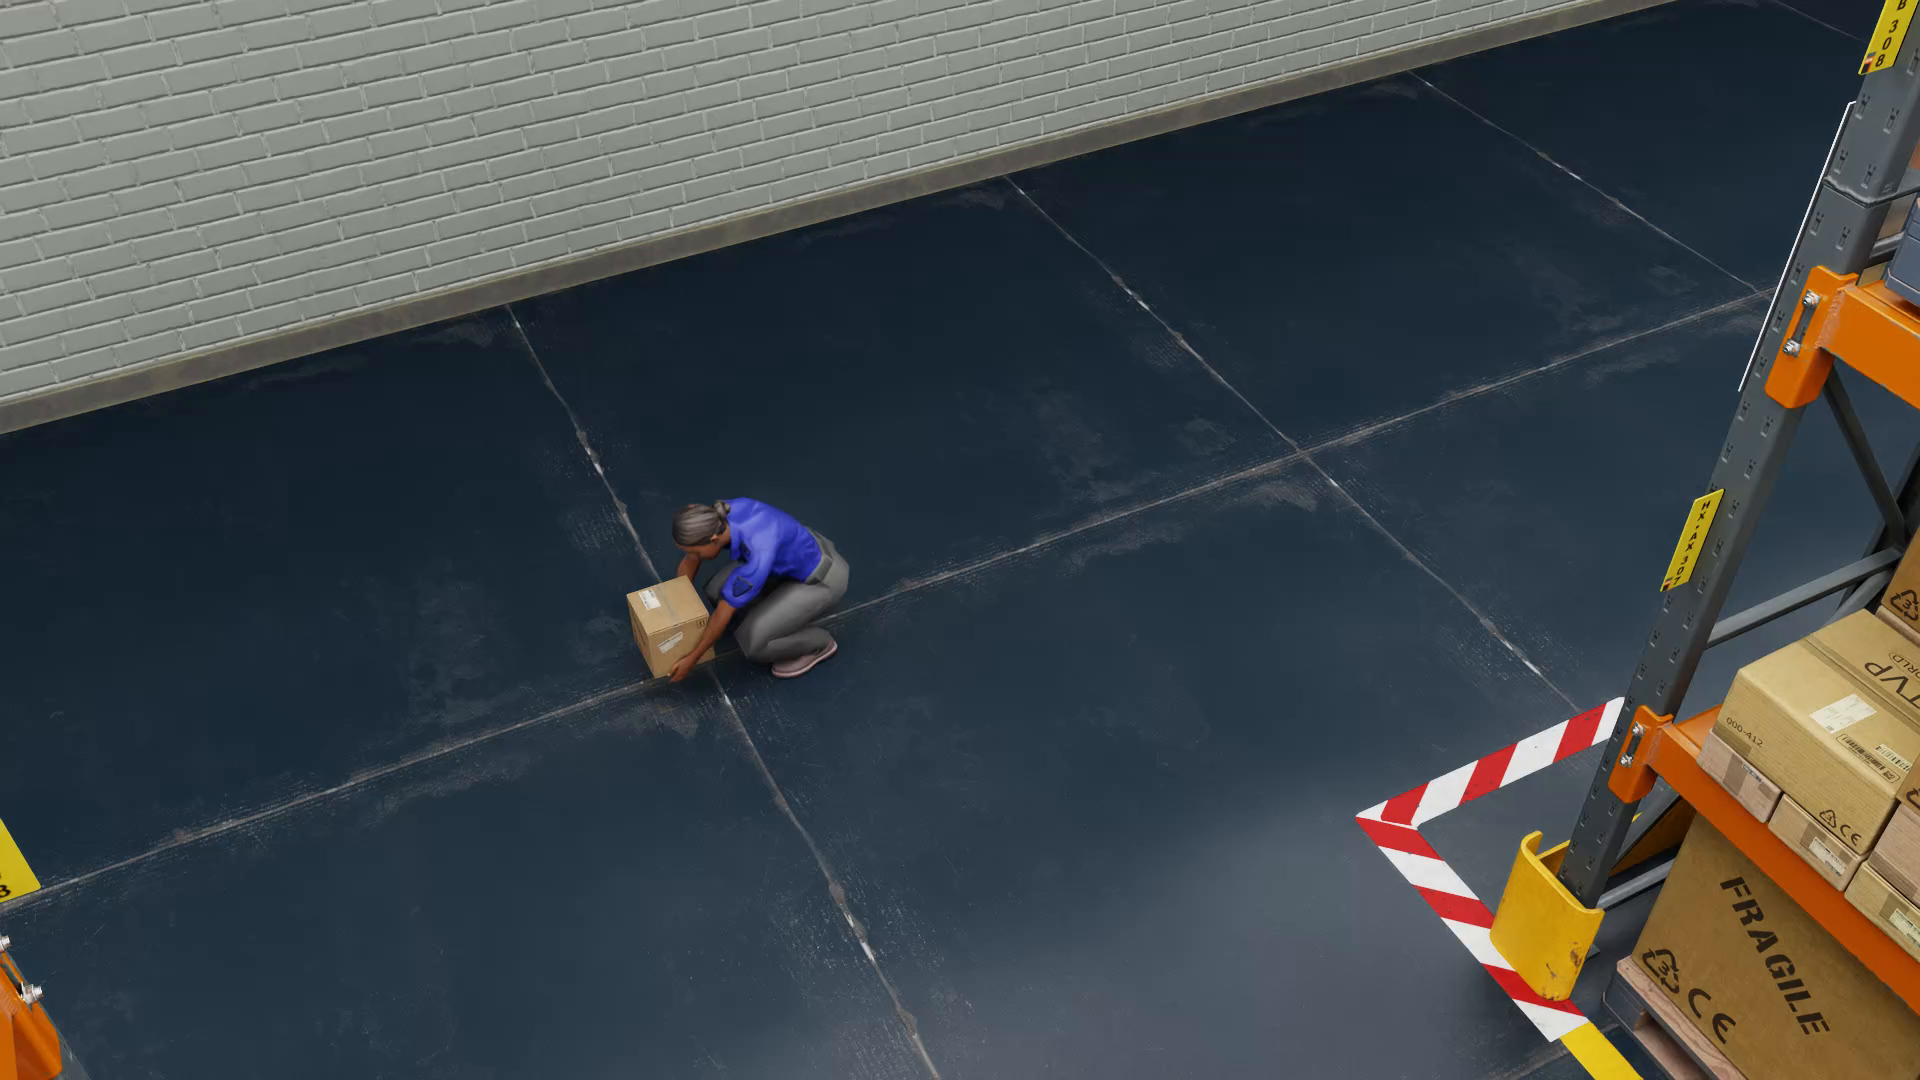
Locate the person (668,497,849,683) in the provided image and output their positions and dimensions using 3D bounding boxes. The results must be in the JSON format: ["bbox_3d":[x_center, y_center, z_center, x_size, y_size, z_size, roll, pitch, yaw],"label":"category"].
[{"bbox_3d":[-0.841,0.138,6.570,0.825,0.928,0.488,-19,45,-20],"label":"person"}]
